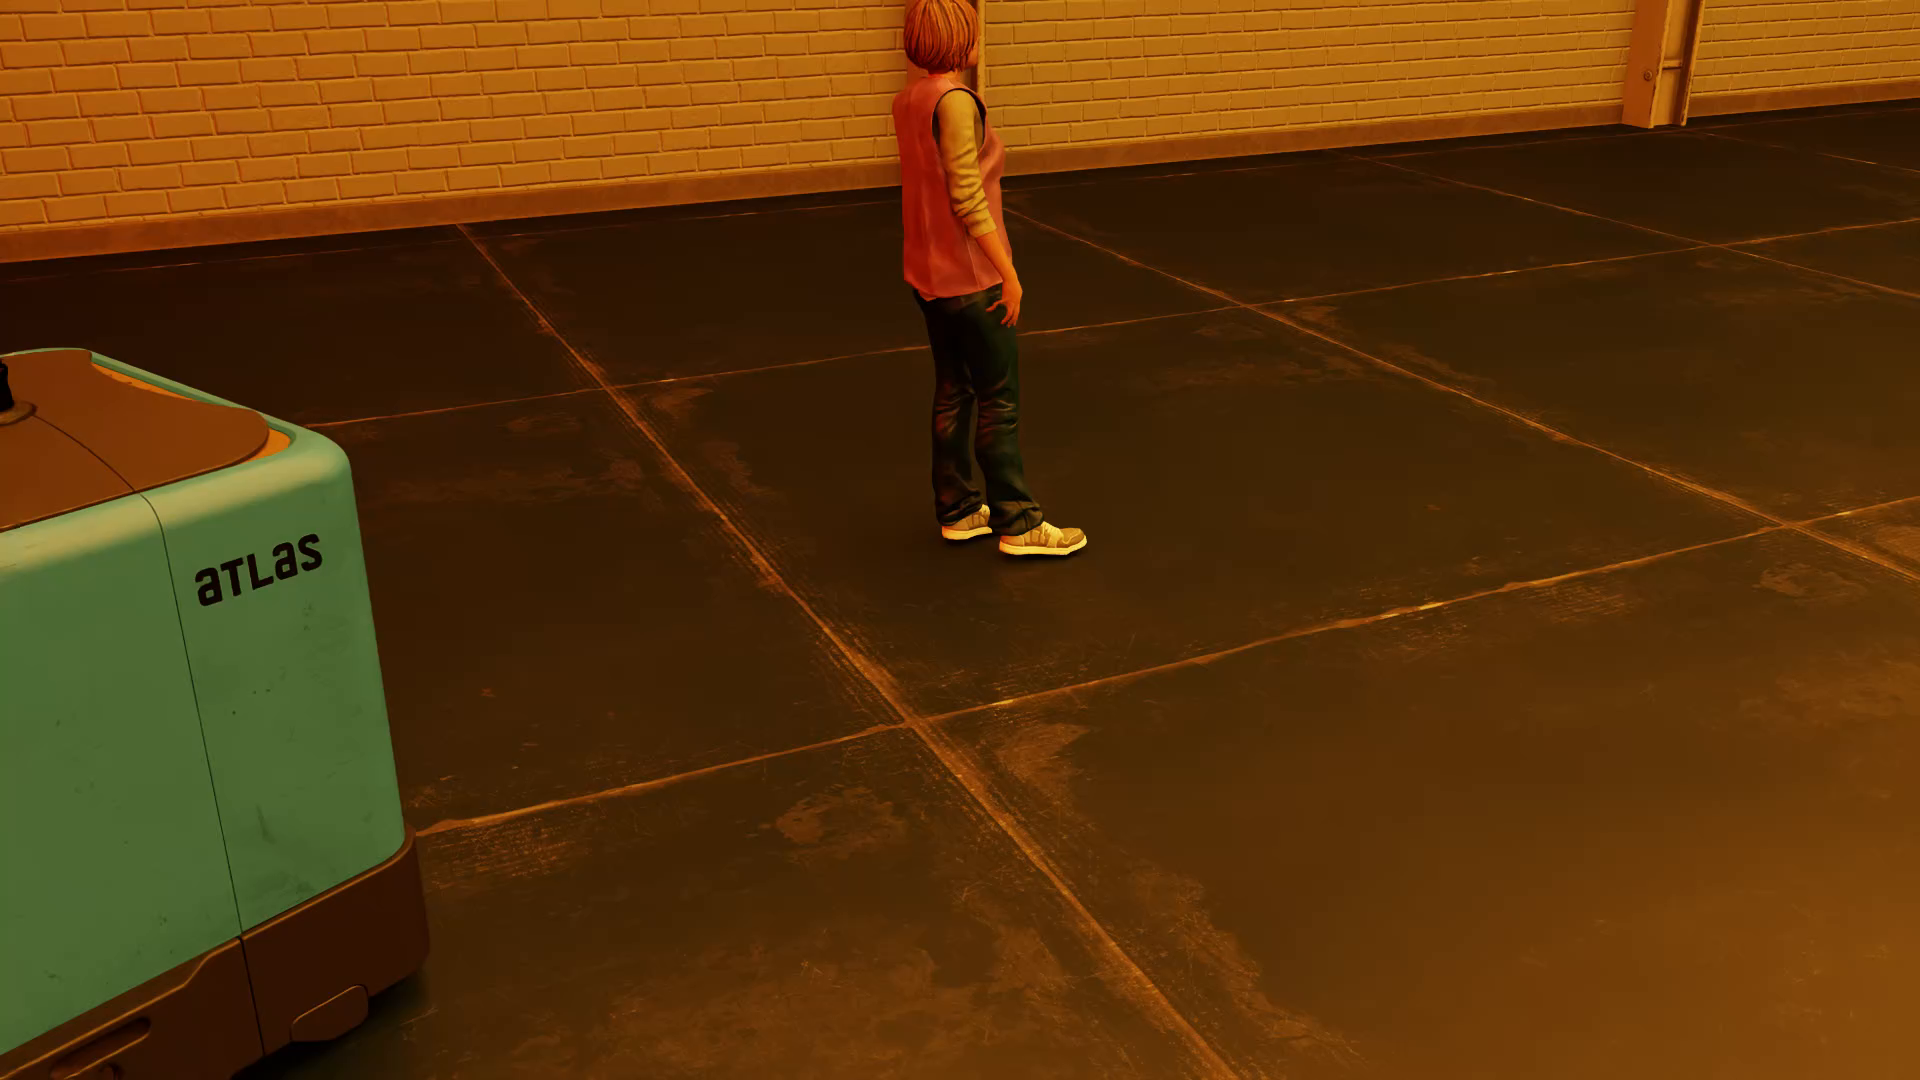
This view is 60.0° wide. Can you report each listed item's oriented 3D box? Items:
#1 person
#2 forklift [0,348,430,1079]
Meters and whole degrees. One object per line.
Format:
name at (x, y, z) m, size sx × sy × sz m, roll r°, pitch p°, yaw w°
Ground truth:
person at (0.073, -0.751, 4.816) m, size 0.473 × 1.599 × 0.521 m, roll -10°, pitch 25°, yaw -23°
forklift at (-2.294, -0.197, 1.760) m, size 1.130 × 2.935 × 3.031 m, roll 17°, pitch 28°, yaw 35°
